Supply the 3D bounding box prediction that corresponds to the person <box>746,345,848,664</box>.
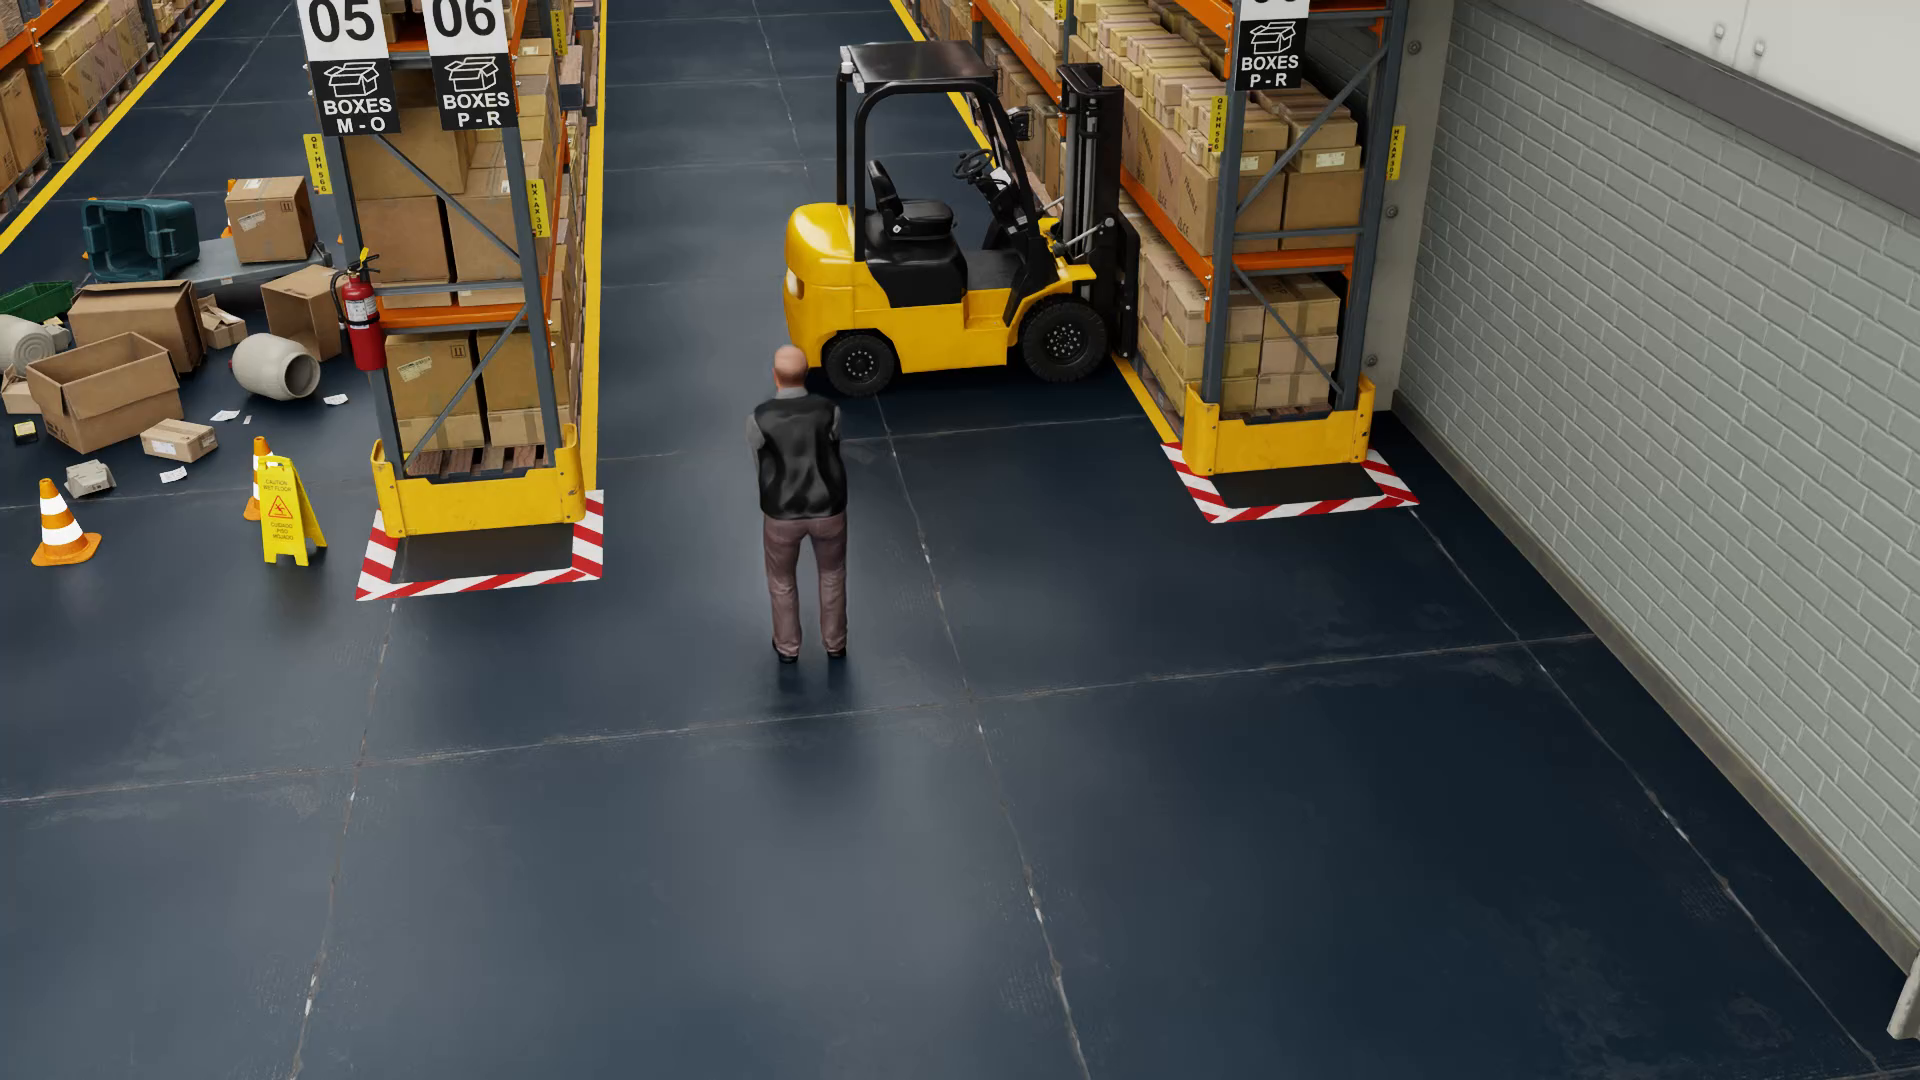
[{"bbox_3d":[-0.823,-0.188,8.506,0.486,1.703,0.582,-6,31,-10],"label":"person"}]
